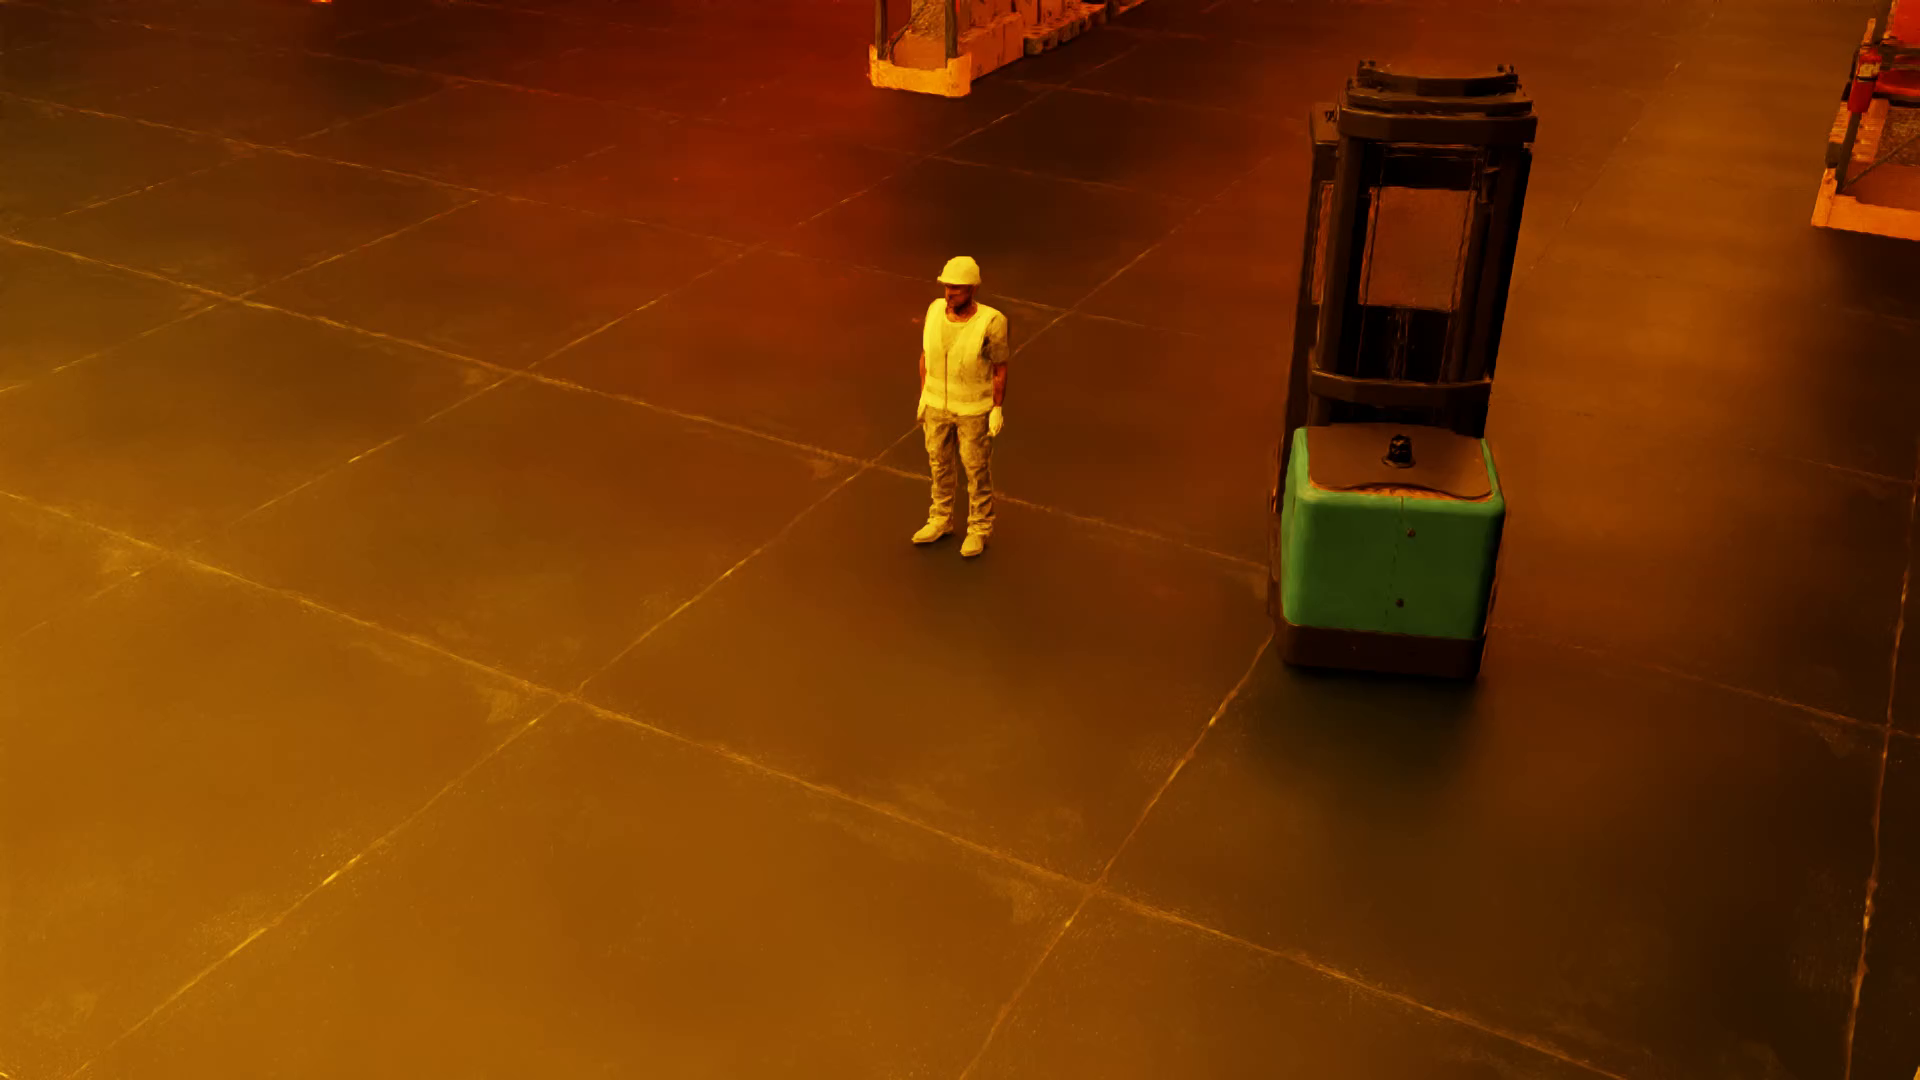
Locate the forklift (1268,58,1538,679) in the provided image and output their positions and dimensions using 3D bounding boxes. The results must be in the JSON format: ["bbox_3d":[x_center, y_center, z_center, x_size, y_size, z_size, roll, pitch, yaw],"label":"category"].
[{"bbox_3d":[2.414,-1.268,9.268,1.130,2.935,3.031,4,30,8],"label":"forklift"}]

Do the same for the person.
[{"bbox_3d":[-0.006,-0.768,9.546,0.546,1.790,0.365,15,33,25],"label":"person"}]
